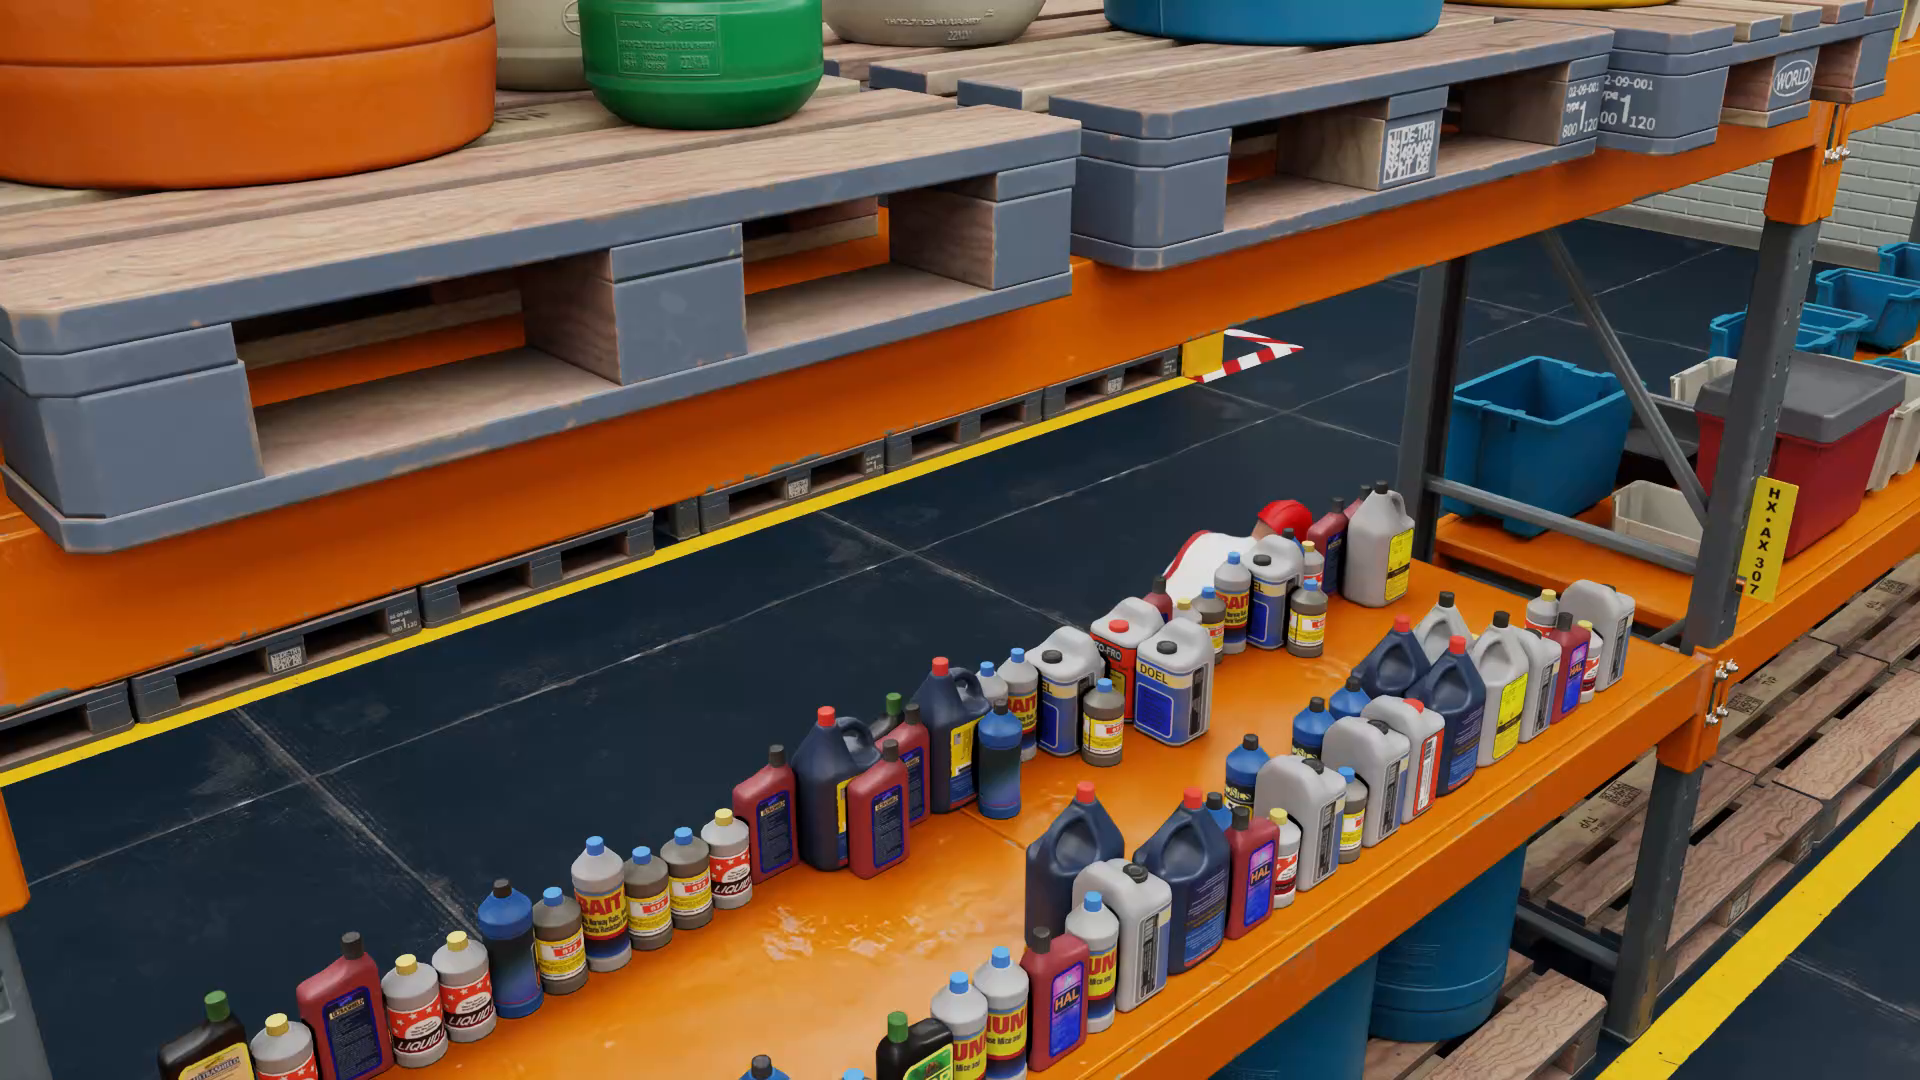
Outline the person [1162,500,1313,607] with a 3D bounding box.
[{"bbox_3d":[1.021,0.353,6.268,0.929,0.995,0.554,-8,25,-18],"label":"person"}]
